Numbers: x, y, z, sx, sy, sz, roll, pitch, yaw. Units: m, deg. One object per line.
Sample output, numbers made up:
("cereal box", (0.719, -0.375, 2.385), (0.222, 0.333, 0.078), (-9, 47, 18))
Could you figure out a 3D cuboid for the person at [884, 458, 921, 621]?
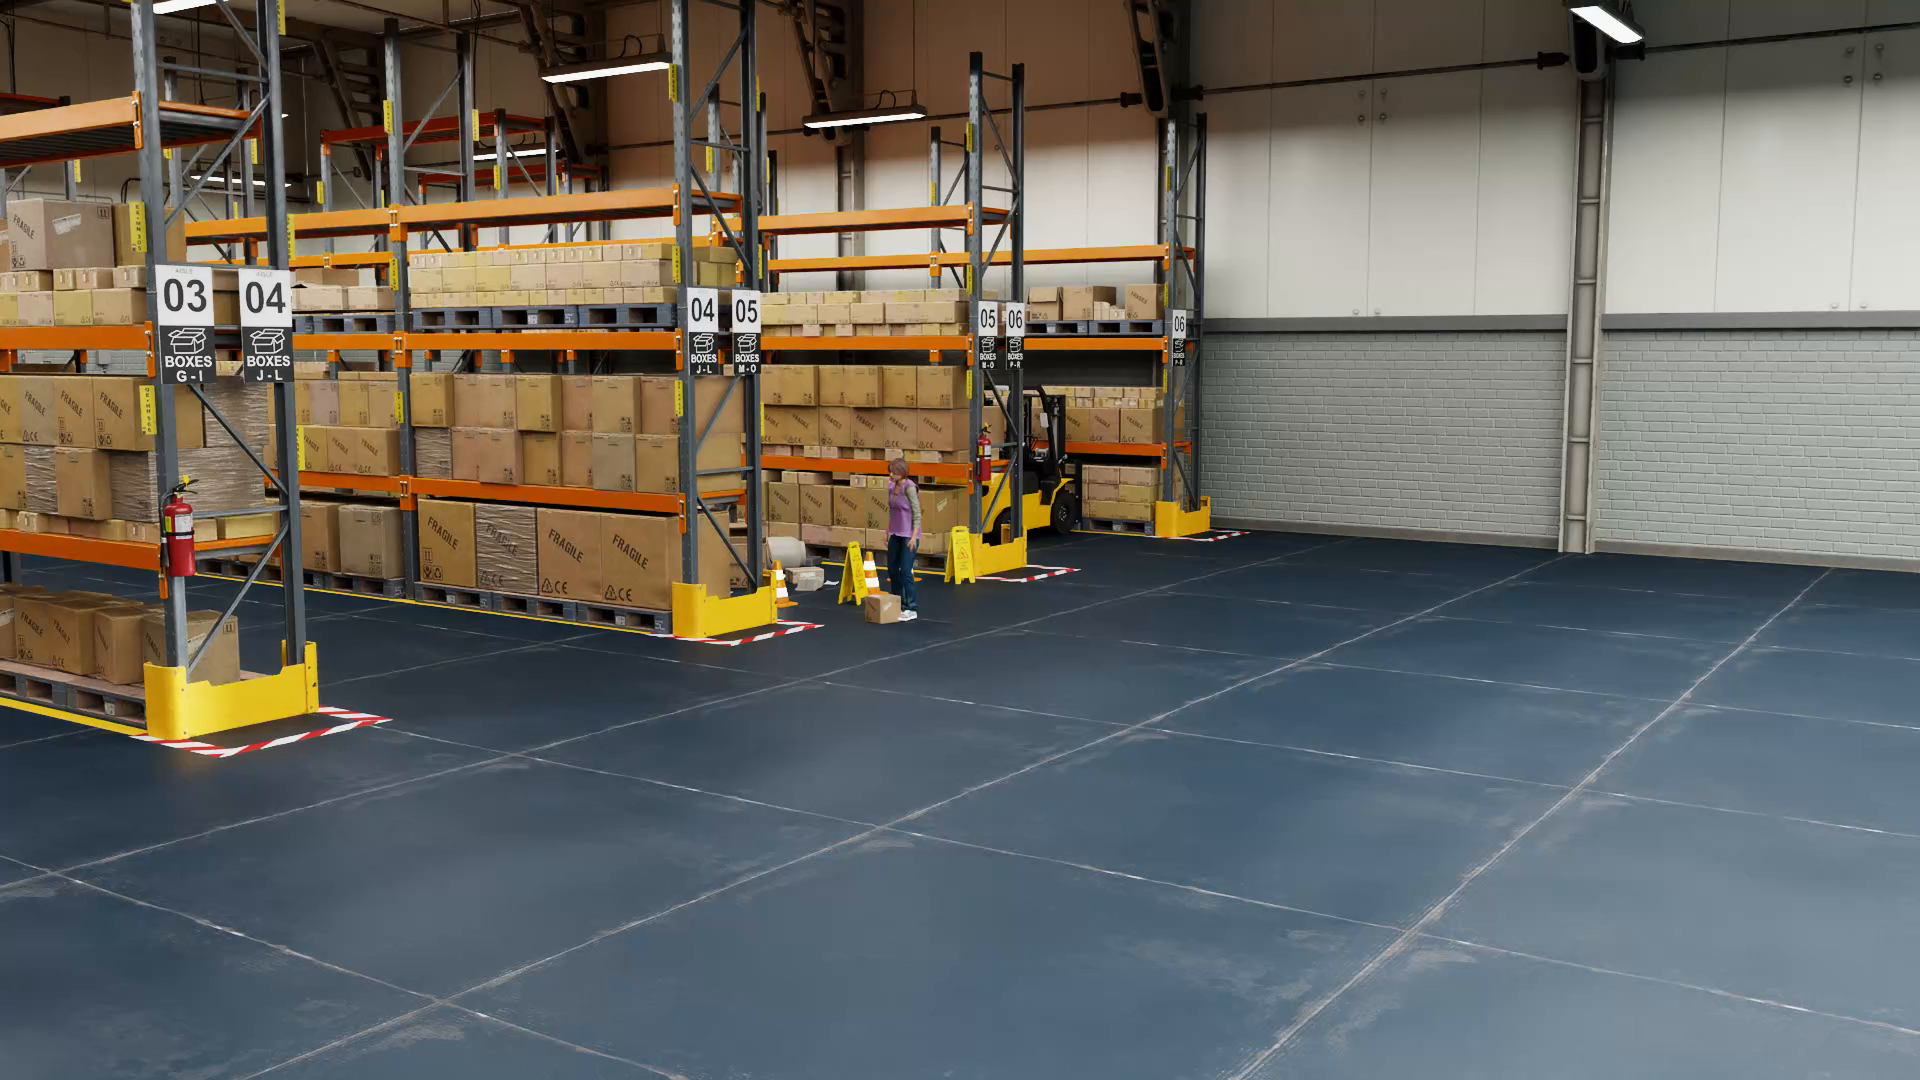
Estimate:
("person", (-0.572, -0.015, 16.330), (0.346, 1.592, 0.464), (-5, 8, -38))
